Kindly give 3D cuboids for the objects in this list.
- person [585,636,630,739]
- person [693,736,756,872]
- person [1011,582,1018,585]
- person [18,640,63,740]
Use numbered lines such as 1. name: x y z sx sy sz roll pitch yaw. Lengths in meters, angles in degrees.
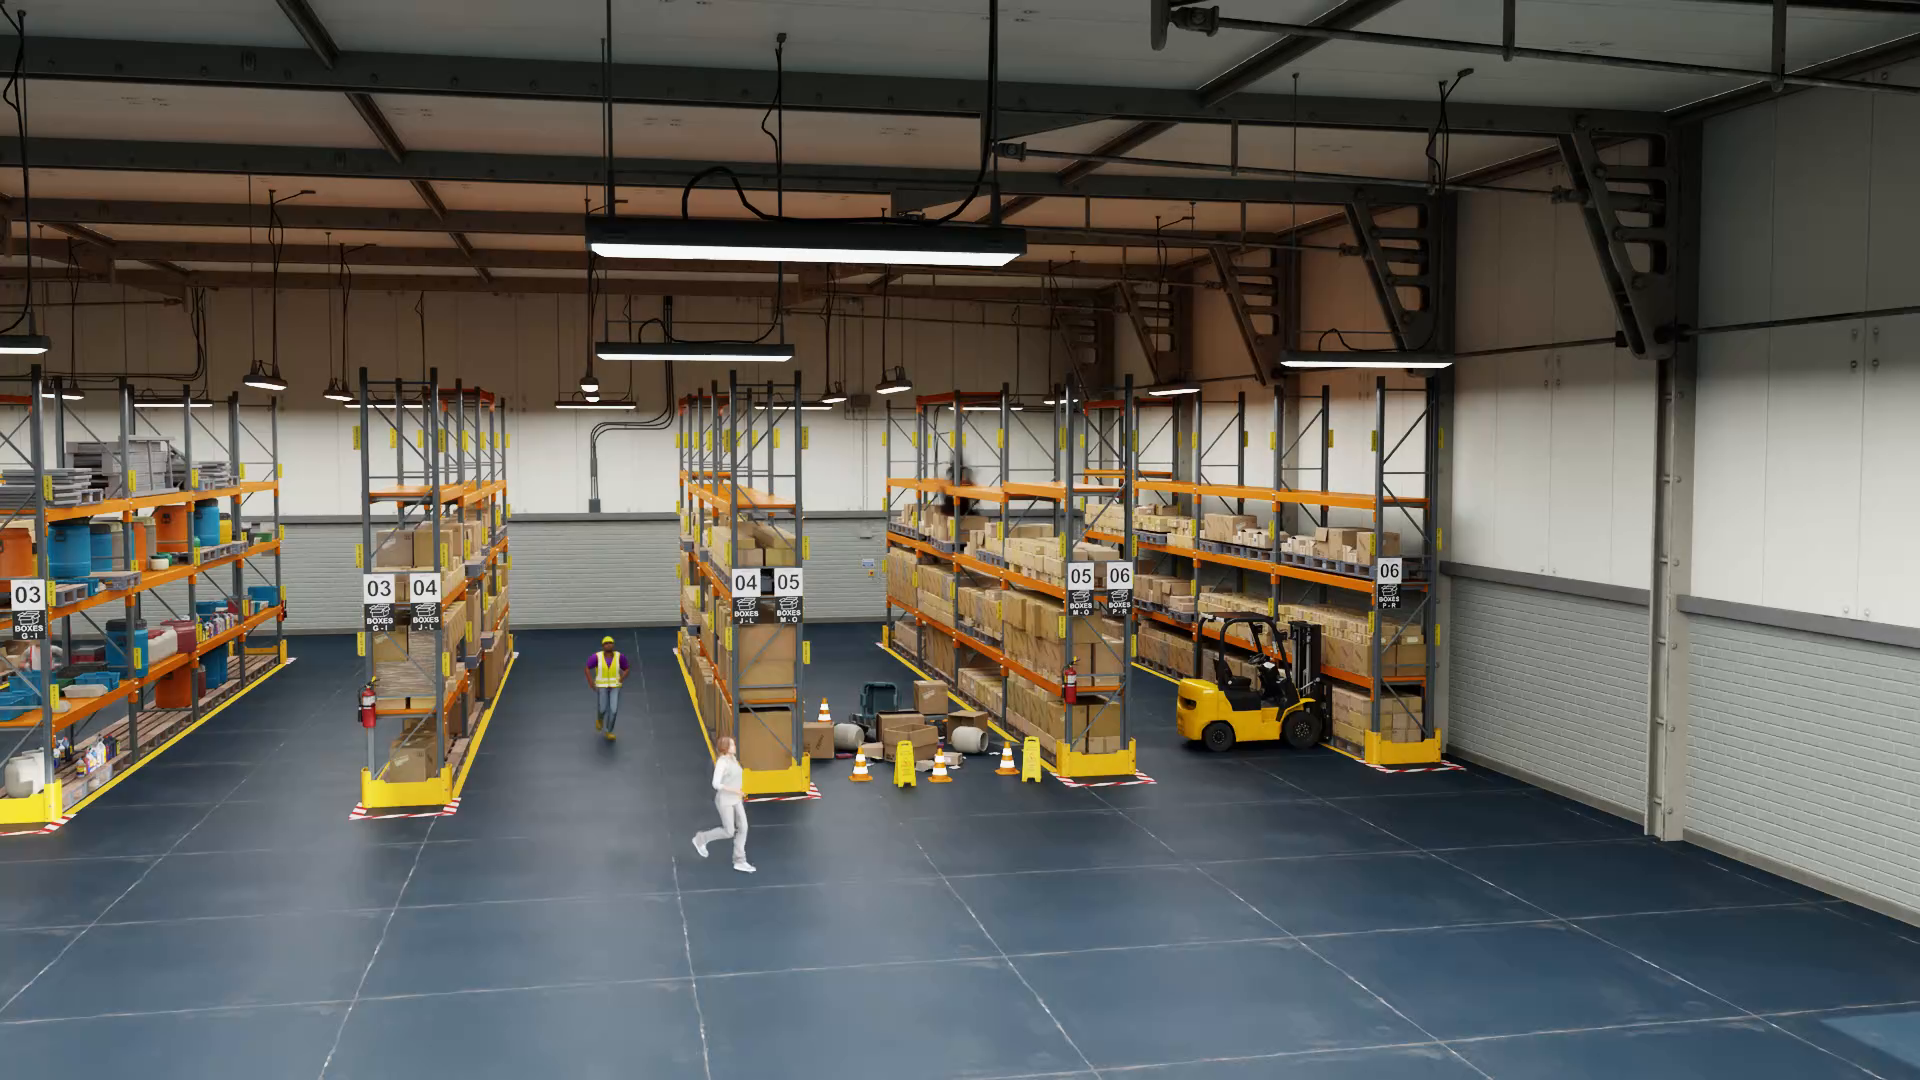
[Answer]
1. person: -5.915 2.479 27.960 0.730 1.726 0.594 -1 4 -17
2. person: -2.737 3.068 19.387 0.779 1.580 0.537 1 4 17
3. person: 1.163 1.770 36.066 0.571 1.781 0.717 -1 4 -16
4. person: -15.531 2.431 28.120 0.649 1.860 0.819 0 3 -8
